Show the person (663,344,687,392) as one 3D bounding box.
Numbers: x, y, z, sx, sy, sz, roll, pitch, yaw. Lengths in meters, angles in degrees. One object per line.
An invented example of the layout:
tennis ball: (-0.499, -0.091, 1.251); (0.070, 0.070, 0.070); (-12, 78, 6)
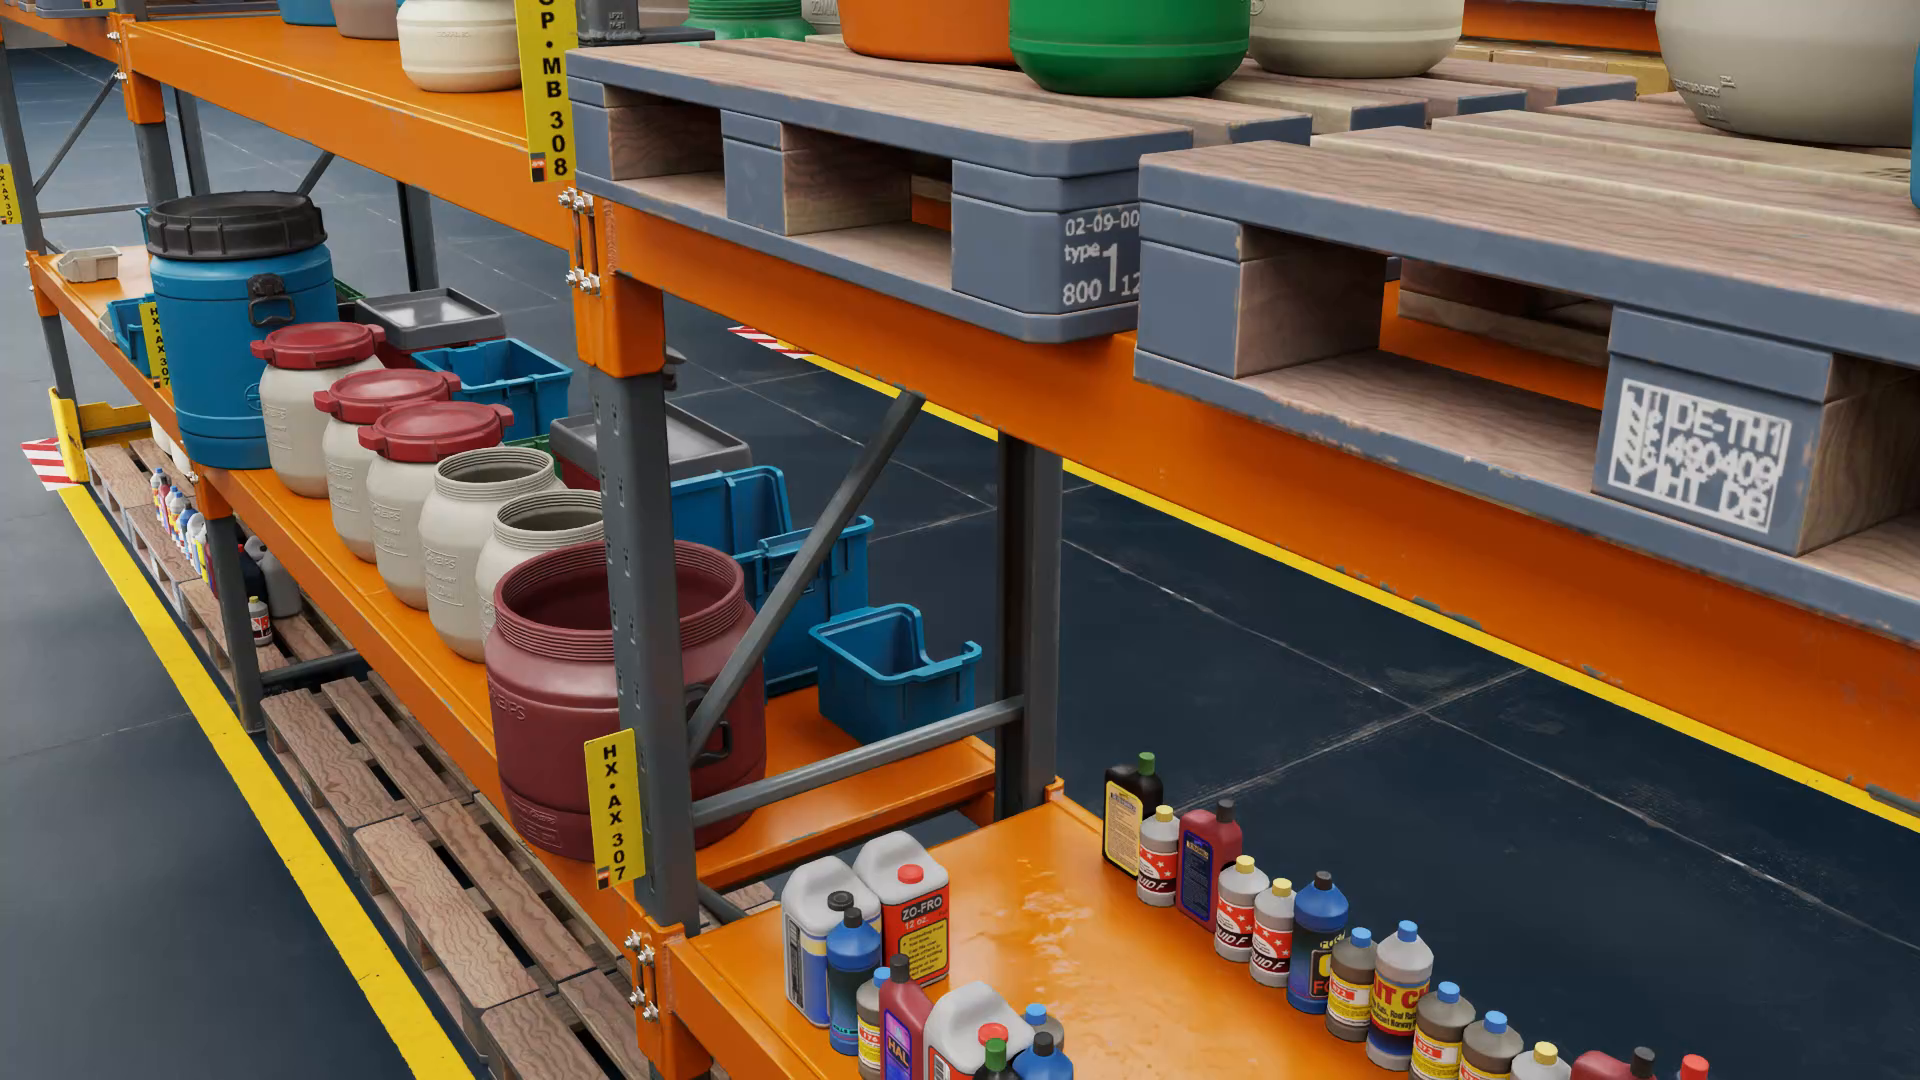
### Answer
person: (-1.309, 0.015, 6.516); (0.549, 1.686, 0.459); (-10, 24, -24)
